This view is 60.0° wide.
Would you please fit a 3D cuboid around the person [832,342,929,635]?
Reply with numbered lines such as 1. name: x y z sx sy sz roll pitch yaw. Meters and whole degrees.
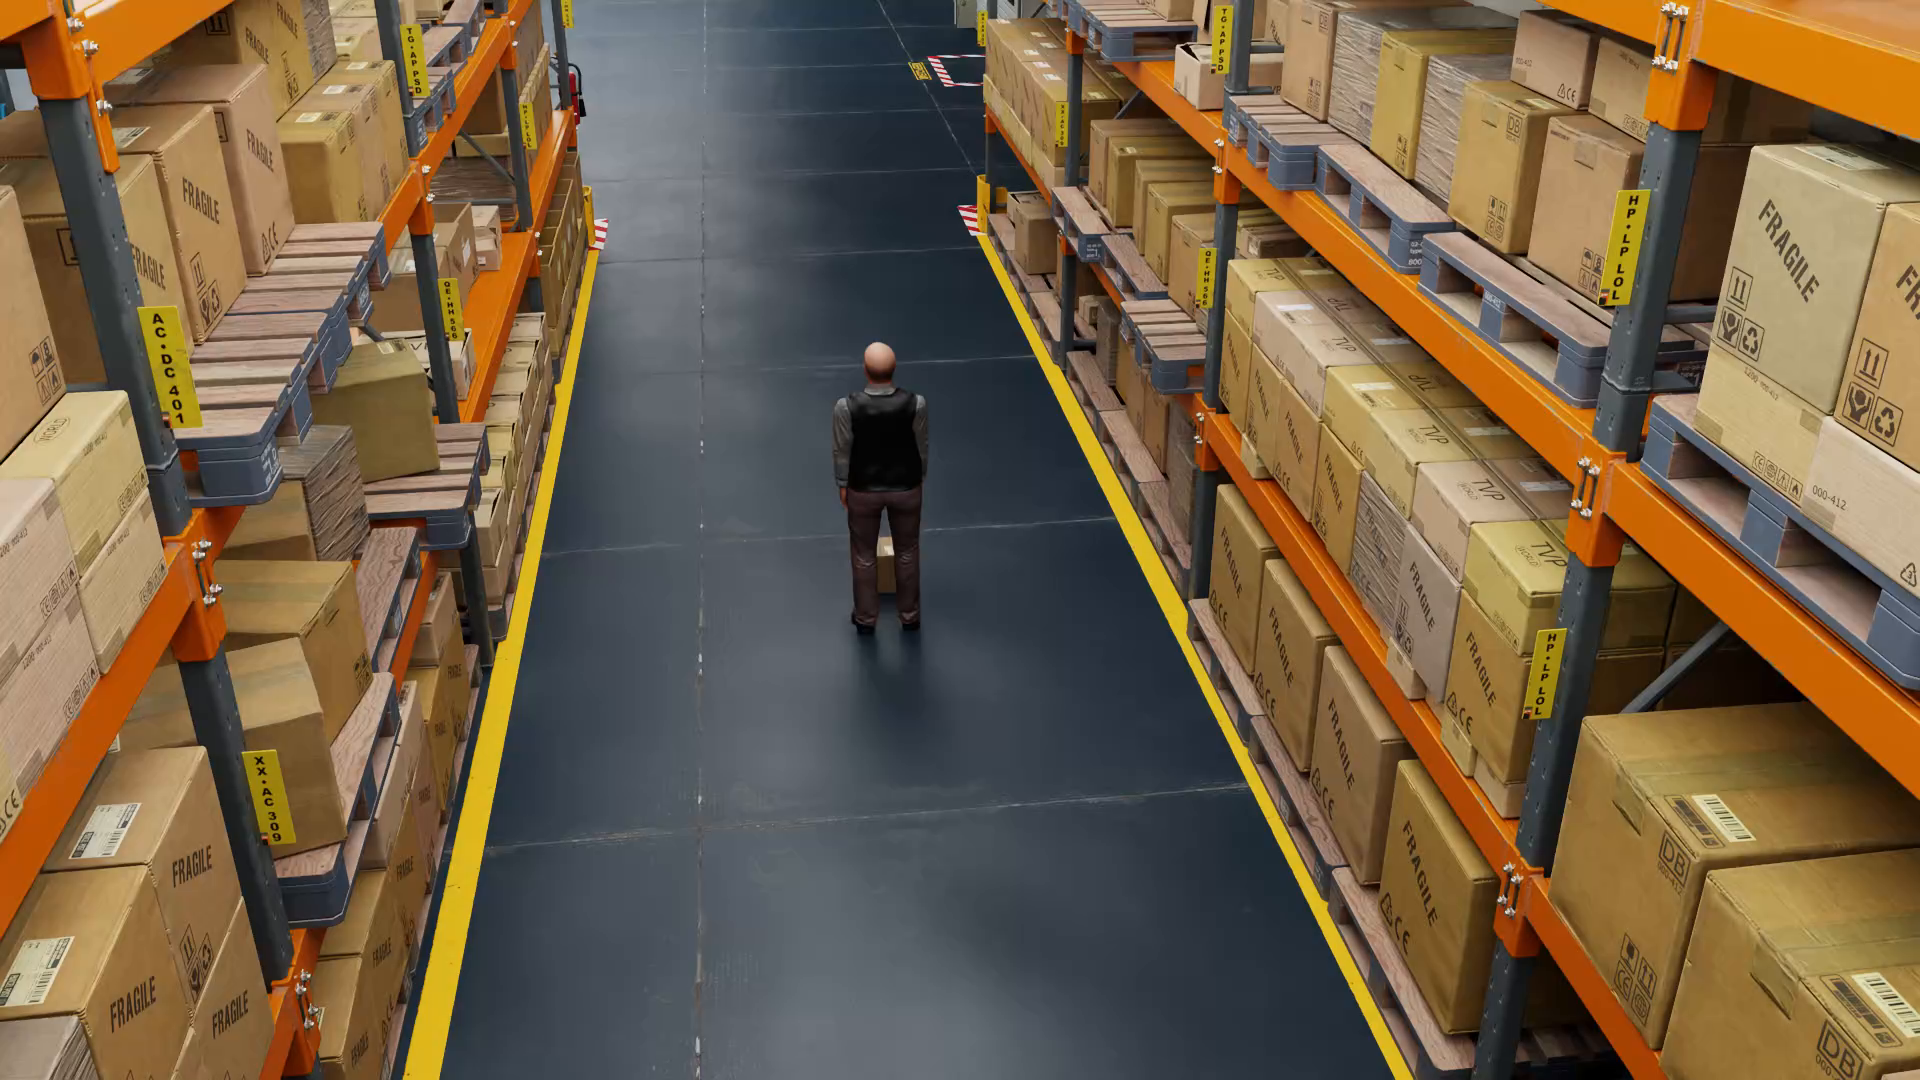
1. person: -0.436 -0.243 9.234 0.532 1.636 0.358 -3 27 -6
